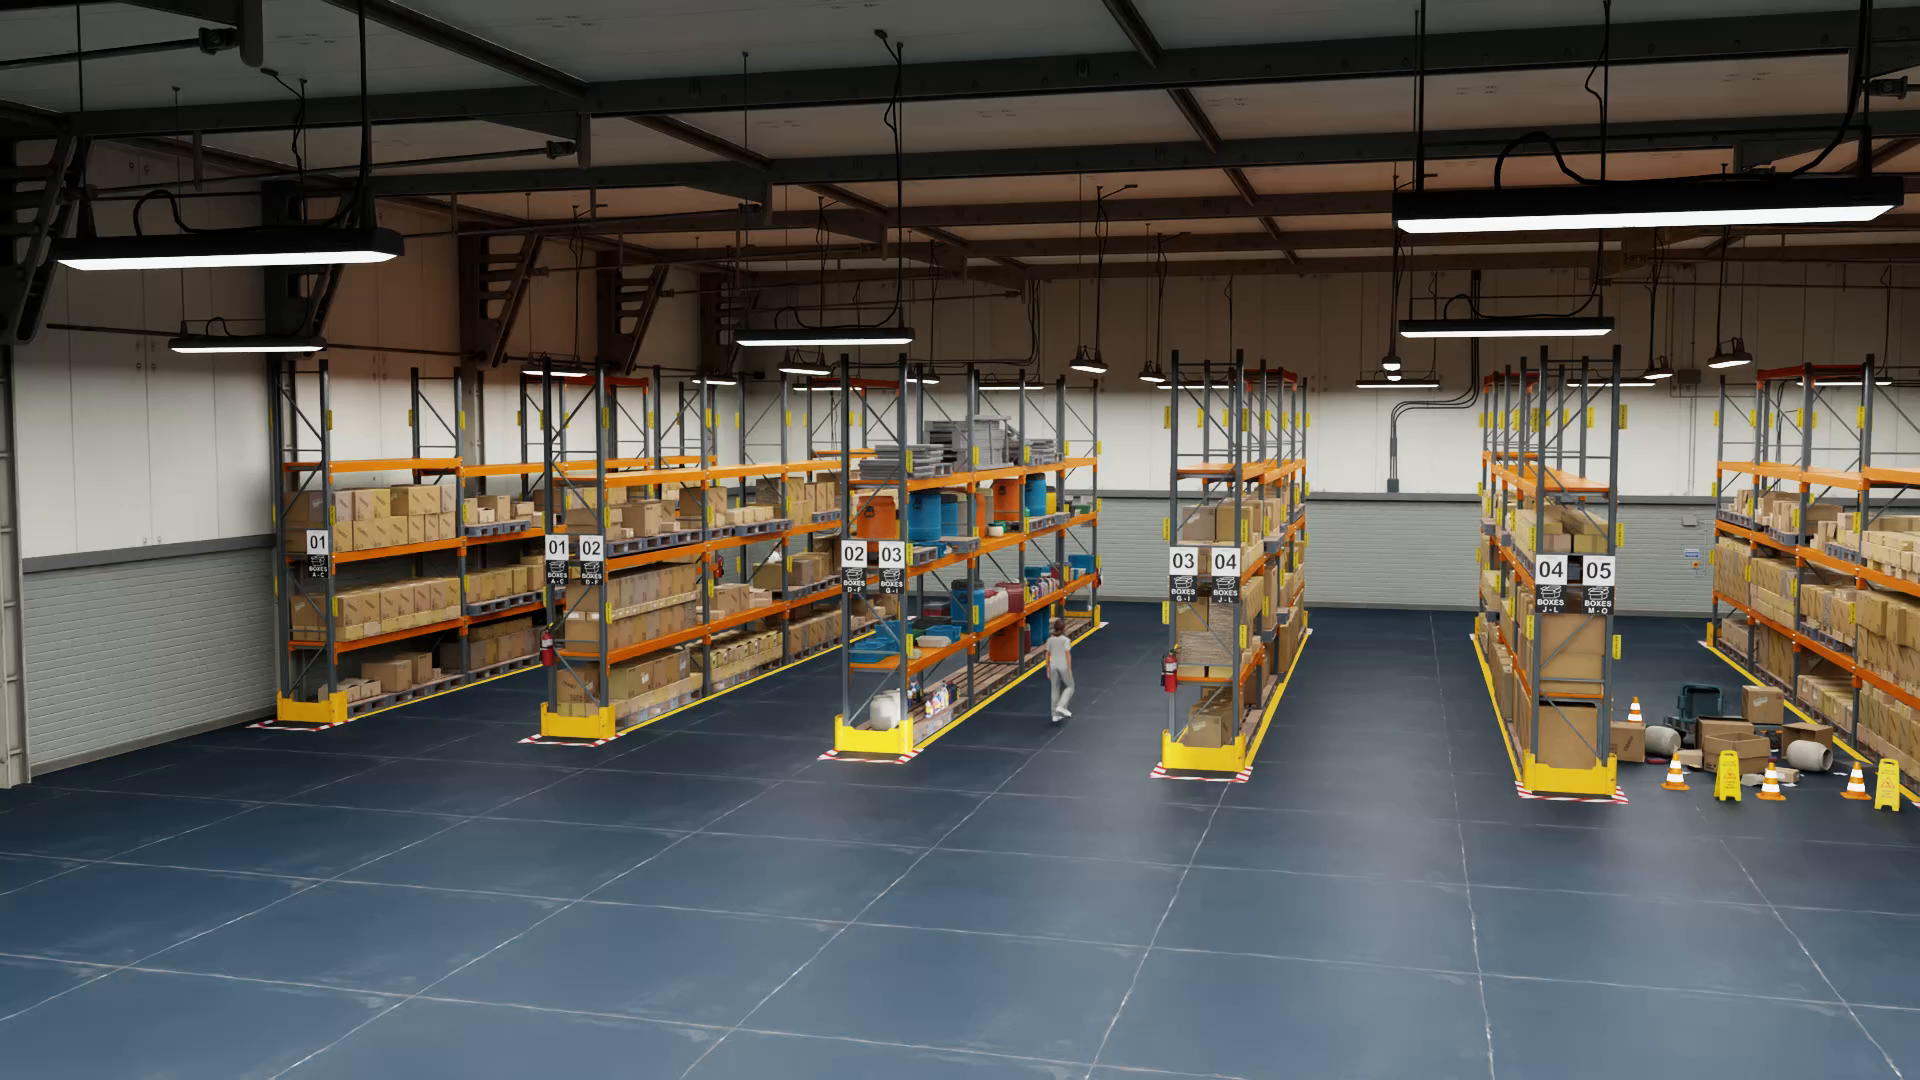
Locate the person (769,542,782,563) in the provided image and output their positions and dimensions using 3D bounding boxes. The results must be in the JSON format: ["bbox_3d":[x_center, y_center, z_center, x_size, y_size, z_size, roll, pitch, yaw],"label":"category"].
[{"bbox_3d":[-4.857,0.951,43.720,0.568,1.777,0.602,1,4,14],"label":"person"}]

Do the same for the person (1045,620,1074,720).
[{"bbox_3d":[1.655,2.168,27.762,0.487,1.656,0.458,2,5,27],"label":"person"}]

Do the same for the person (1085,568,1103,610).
[{"bbox_3d":[3.442,1.122,42.947,0.415,1.538,0.988,-1,4,-18],"label":"person"}]
